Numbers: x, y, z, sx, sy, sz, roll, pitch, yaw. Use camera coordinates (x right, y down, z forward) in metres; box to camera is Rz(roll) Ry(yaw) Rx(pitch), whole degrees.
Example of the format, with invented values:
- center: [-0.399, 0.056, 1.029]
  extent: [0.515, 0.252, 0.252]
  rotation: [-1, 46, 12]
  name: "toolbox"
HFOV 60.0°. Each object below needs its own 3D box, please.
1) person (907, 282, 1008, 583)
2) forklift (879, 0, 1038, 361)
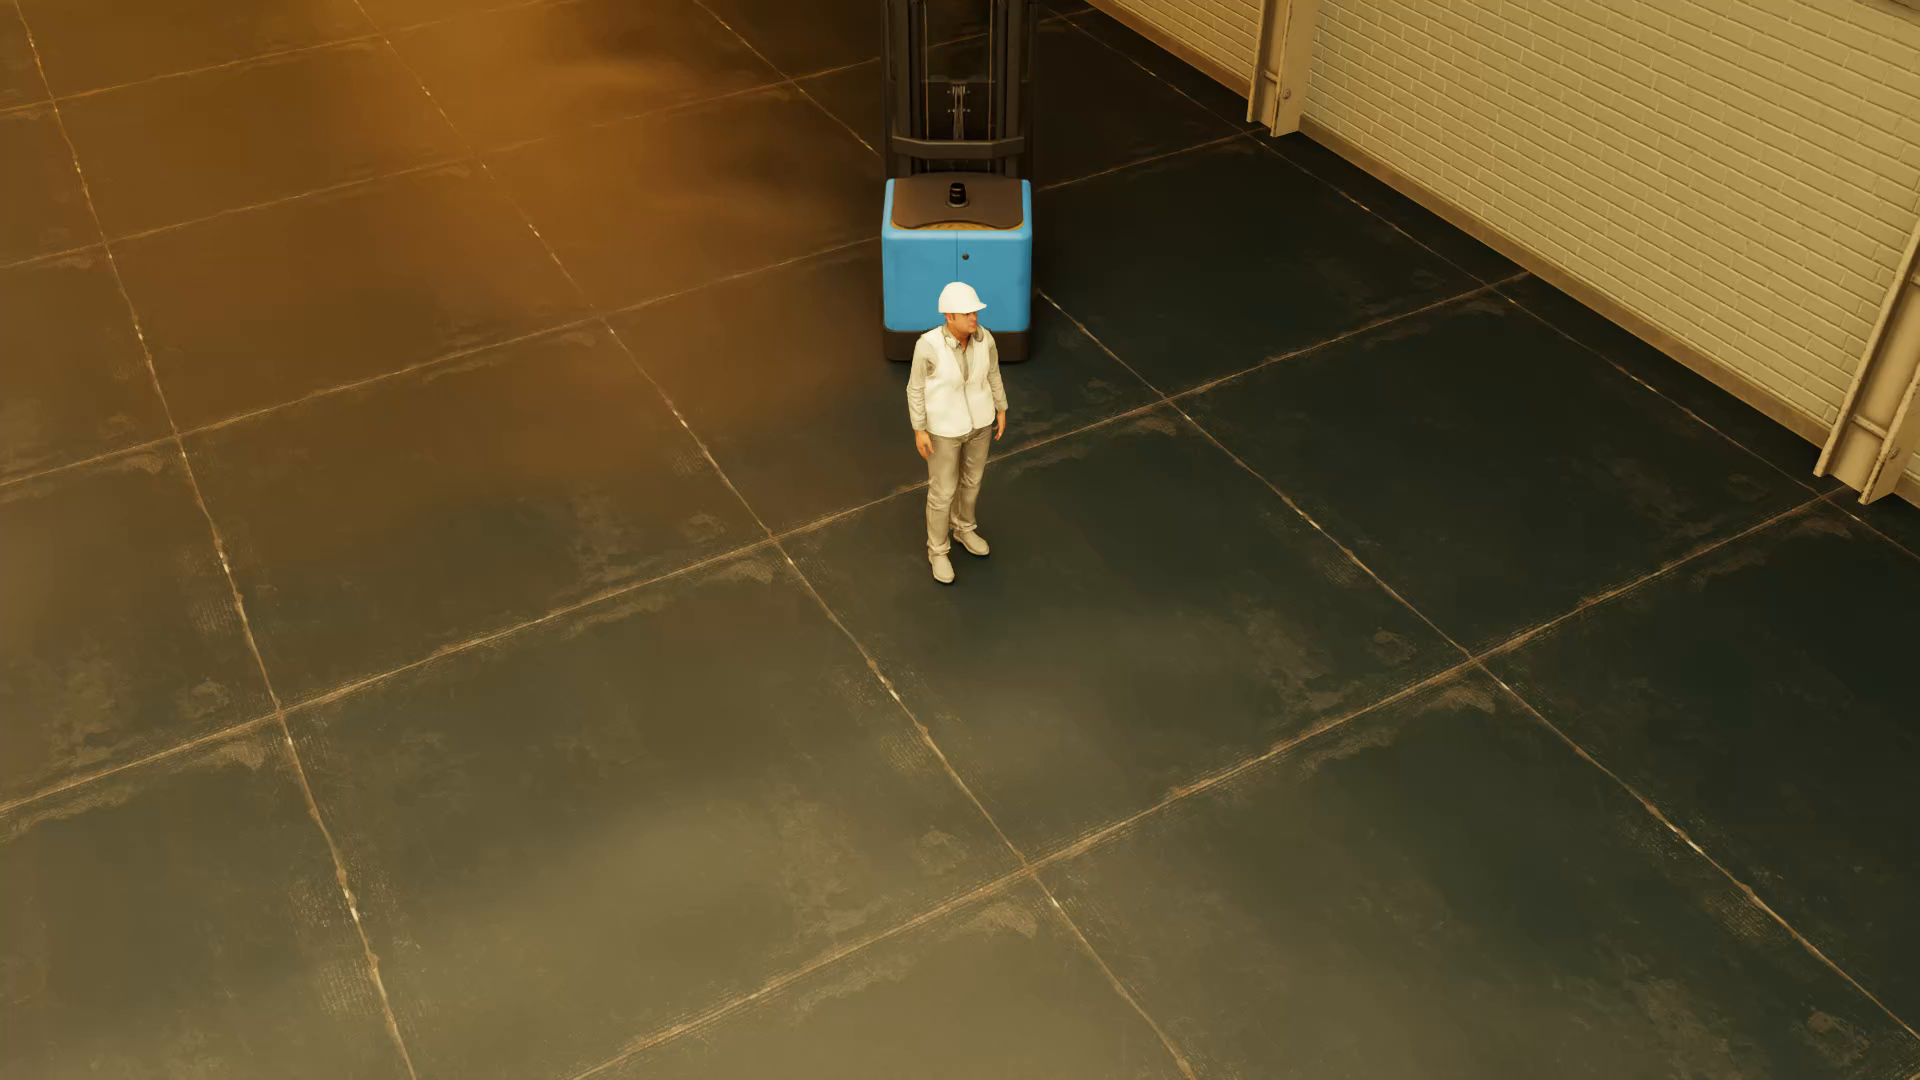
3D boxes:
- center: [0.024, -0.651, 9.717]
  extent: [0.632, 1.773, 0.568]
  rotation: [-20, 44, -23]
  name: "person"
- center: [-0.004, -3.304, 12.020]
  extent: [1.130, 2.935, 3.031]
  rotation: [0, 40, 0]
  name: "forklift"
